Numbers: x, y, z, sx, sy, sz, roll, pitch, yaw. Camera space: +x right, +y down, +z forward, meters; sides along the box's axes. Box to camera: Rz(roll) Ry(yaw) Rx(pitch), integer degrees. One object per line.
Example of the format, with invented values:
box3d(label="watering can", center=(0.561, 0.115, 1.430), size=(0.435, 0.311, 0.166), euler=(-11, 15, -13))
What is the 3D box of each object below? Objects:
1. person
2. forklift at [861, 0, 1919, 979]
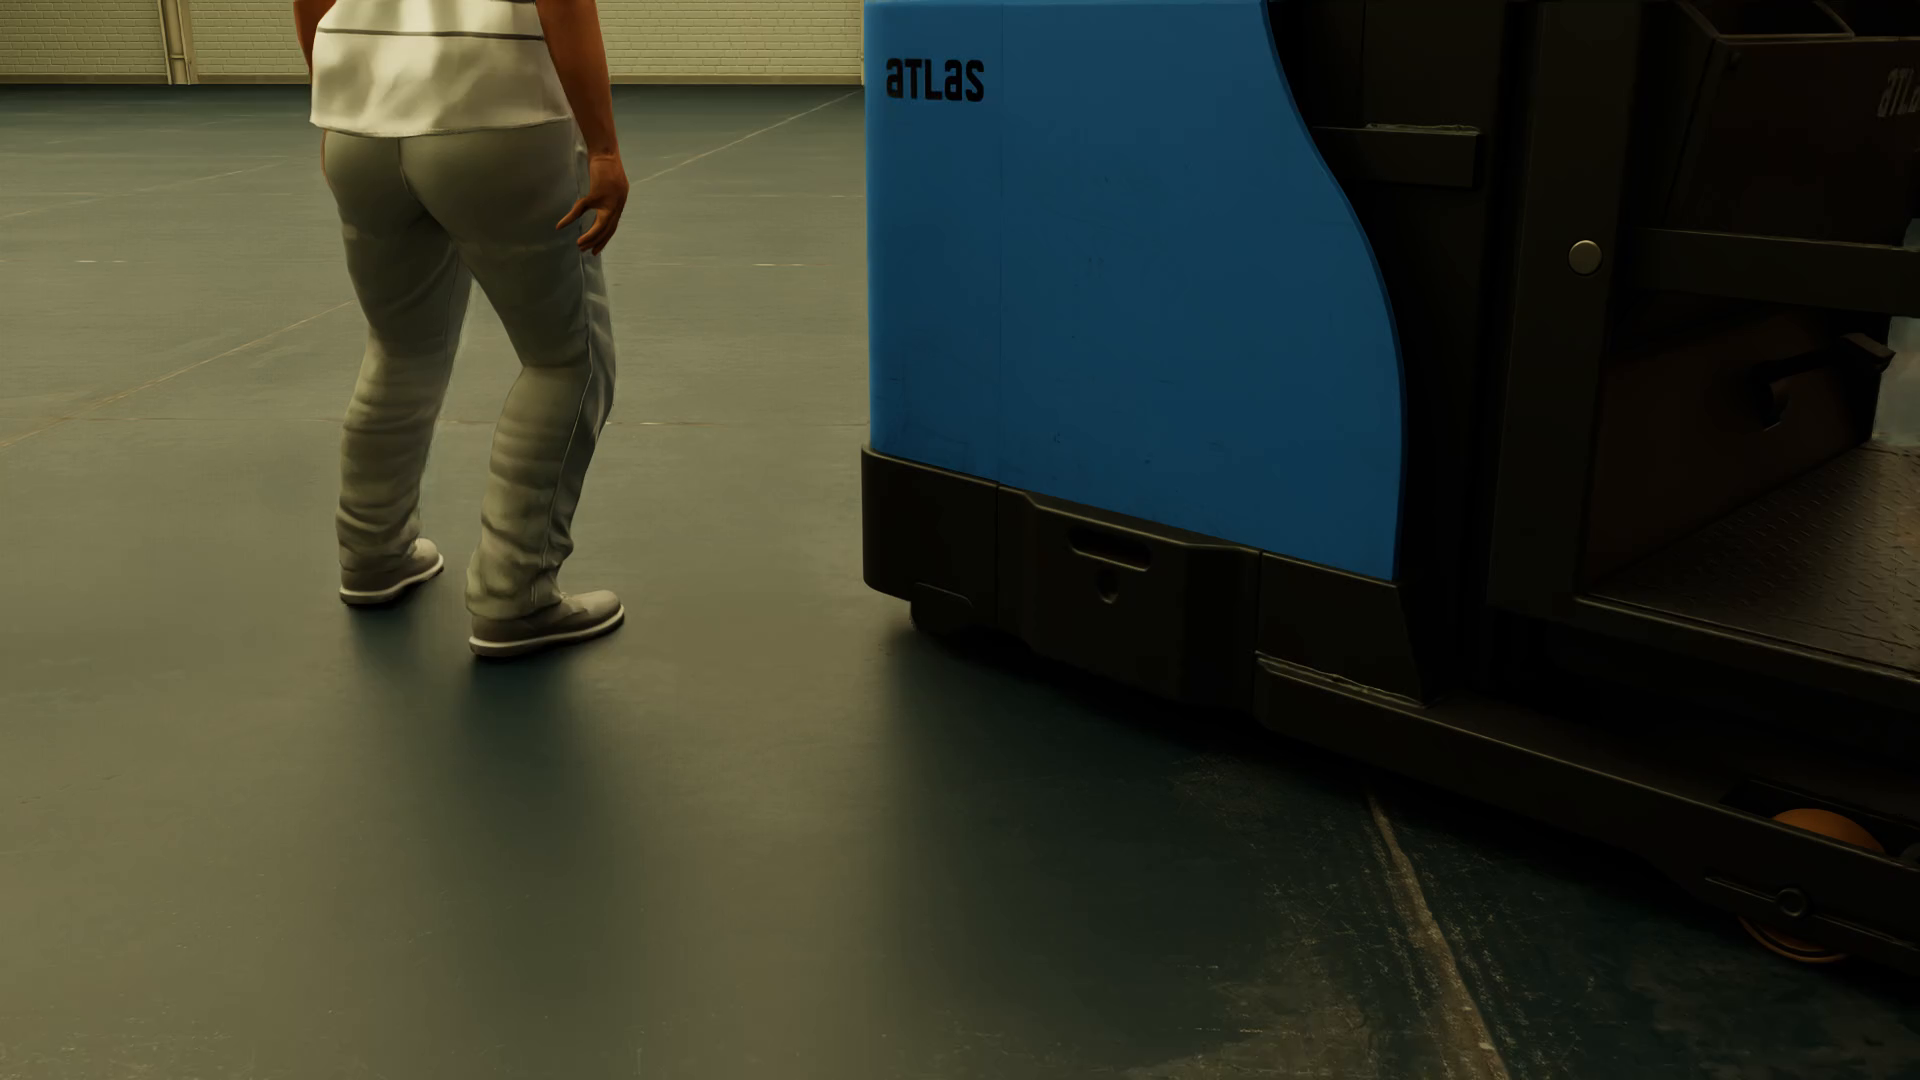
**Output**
box3d(label="person", center=(-0.811, -0.647, 2.703), size=(0.766, 1.641, 0.455), euler=(9, 19, 27))
box3d(label="forklift", center=(1.239, -1.063, 1.852), size=(3.031, 2.935, 1.130), euler=(16, 23, 42))
